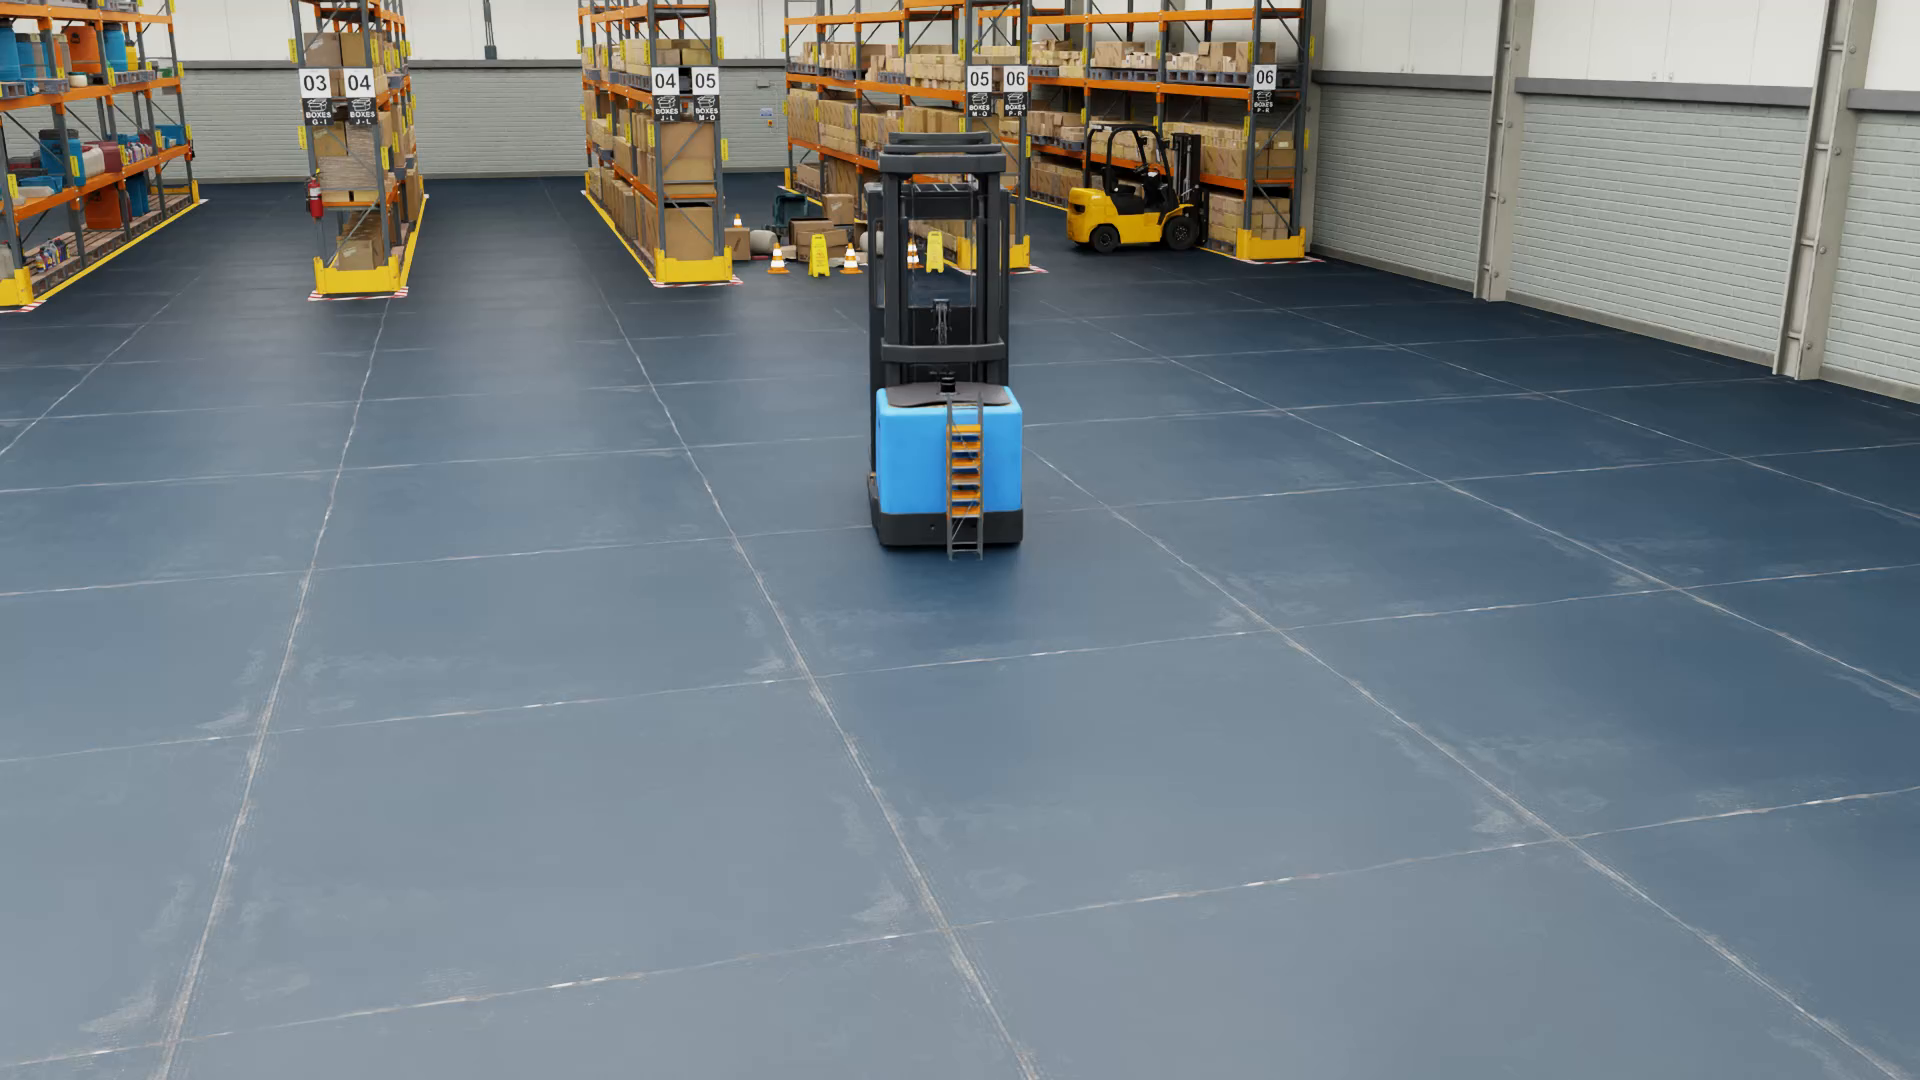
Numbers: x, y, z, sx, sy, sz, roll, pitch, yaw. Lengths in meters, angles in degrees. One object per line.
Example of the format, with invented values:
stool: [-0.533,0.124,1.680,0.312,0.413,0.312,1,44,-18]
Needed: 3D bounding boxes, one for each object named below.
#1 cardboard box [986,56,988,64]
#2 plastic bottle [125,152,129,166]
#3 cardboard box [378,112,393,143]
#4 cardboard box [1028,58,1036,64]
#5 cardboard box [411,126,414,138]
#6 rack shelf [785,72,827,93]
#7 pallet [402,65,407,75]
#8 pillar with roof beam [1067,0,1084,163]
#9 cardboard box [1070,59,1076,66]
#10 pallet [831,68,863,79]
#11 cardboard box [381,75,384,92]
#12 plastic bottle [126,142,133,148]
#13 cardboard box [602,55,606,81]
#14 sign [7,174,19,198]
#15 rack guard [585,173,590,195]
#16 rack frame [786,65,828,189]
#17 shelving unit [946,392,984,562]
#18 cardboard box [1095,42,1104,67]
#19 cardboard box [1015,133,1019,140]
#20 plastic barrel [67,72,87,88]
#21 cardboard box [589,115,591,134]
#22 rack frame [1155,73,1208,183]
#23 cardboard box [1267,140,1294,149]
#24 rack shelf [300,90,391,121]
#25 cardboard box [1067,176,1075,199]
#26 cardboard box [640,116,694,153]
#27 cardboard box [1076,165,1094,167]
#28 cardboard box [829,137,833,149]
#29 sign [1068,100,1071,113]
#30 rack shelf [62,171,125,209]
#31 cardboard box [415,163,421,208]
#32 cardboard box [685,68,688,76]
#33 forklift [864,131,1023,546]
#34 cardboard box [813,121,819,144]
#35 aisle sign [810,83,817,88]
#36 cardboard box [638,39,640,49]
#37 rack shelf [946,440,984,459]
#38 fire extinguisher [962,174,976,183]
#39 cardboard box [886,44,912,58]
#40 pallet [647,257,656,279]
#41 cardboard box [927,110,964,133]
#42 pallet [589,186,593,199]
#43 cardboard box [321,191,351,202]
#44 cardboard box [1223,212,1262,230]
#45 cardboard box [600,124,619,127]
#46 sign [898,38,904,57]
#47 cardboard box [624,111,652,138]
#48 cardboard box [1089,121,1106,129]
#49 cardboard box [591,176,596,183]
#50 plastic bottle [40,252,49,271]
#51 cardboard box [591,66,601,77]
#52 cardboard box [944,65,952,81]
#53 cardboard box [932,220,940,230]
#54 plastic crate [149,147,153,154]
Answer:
cardboard box: [0.588,-7.806,27.063,0.380,0.149,0.250,-5,17,-15]
plastic bottle: [-15.907,-7.285,31.693,0.061,0.283,0.133,-5,17,-15]
cardboard box: [-9.666,-6.815,27.496,0.500,0.500,0.500,-5,17,-15]
cardboard box: [1.785,-11.015,38.227,0.380,0.149,0.250,-5,17,-15]
cardboard box: [-12.825,-9.385,38.224,0.500,0.250,0.500,-5,17,-16]
rack shelf: [-3.274,-10.890,39.528,1.077,0.370,4.000,-5,17,-15]
pallet: [-12.799,-10.419,36.865,1.003,0.211,1.213,-5,17,-15]
pillar with roof beam: [-1.416,-12.435,38.206,9.100,9.000,0.400,-5,17,-15]
cardboard box: [2.608,-10.380,36.146,0.380,0.149,0.250,-5,17,-15]
pallet: [-2.163,-9.967,35.534,1.003,0.211,1.213,-4,17,-13]
cardboard box: [-9.399,-7.222,26.327,0.500,0.250,0.500,-5,17,-16]
plastic bottle: [-16.535,-7.755,33.141,0.144,0.351,0.185,-5,17,-15]
cardboard box: [-6.907,-9.479,33.405,0.500,0.500,0.500,-5,17,-15]
sign: [-13.187,-4.925,23.153,0.100,0.325,0.005,-5,17,-15]
rack guard: [-8.534,-8.714,40.591,1.175,0.500,0.348,-5,17,-15]
rack frame: [-3.823,-10.351,41.698,1.000,3.000,0.127,-5,17,-15]
shelving unit: [0.035,-0.447,11.856,0.258,1.200,0.189,-1,17,-5]
cardboard box: [3.112,-10.046,34.389,0.500,0.500,0.500,-5,17,-15]
cardboard box: [1.530,-9.726,40.054,0.380,0.149,0.250,-4,17,-14]
plastic barrel: [-15.341,-8.000,28.898,0.301,0.262,0.301,0,17,0]
cardboard box: [-8.257,-9.553,38.350,0.500,0.500,0.500,-5,17,-17]
rack frame: [4.246,-7.425,31.957,1.000,3.000,0.127,-5,17,-15]
cardboard box: [5.502,-6.792,28.547,0.380,0.149,0.250,-5,17,-17]
rack shelf: [-9.504,-6.787,25.869,1.077,0.370,4.000,-5,17,-15]
cardboard box: [2.697,-7.775,36.736,0.500,0.500,0.500,-5,17,-16]
cardboard box: [-4.756,-6.648,27.231,0.875,0.550,0.500,-5,17,-15]
cardboard box: [2.863,-8.447,37.845,0.380,0.149,0.250,-5,18,-17]
cardboard box: [-2.588,-8.744,36.609,0.500,0.250,0.500,-5,17,-16]
sign: [2.580,-10.238,39.307,0.100,0.325,0.005,-5,17,-15]
rack shelf: [-15.366,-6.065,28.681,1.077,0.370,4.000,-5,17,-15]
cardboard box: [-12.057,-7.469,35.067,1.225,0.875,0.875,-5,17,-15]
cardboard box: [-4.083,-7.331,25.963,0.380,0.149,0.250,-5,17,-15]
forklift: [-0.185,-1.737,13.141,1.130,2.935,3.031,-1,17,-5]
cardboard box: [-3.097,-9.401,38.360,0.500,0.500,0.500,-5,17,-15]
aisle sign: [-3.545,-11.641,41.472,0.394,0.787,0.004,-5,17,-15]
cardboard box: [-4.854,-7.800,26.139,0.380,0.149,0.250,-5,17,-15]
rack shelf: [0.035,-0.635,11.800,0.258,0.103,0.180,-1,17,-5]
fire extinguisher: [0.162,-5.820,26.748,0.296,0.674,0.183,-5,17,-15]
cardboard box: [-1.109,-9.268,31.539,0.500,0.250,0.500,-4,17,-14]
pallet: [-4.453,-4.385,26.685,1.003,0.211,1.213,-5,17,-15]
cardboard box: [-0.147,-6.992,28.087,0.700,0.500,0.500,-5,17,-16]
pallet: [-8.345,-8.348,39.875,1.003,0.211,1.213,-5,17,-15]
cardboard box: [-9.231,-5.084,24.600,0.380,0.149,0.250,-5,17,-15]
cardboard box: [4.911,-5.552,28.903,0.500,0.250,0.500,-5,17,-16]
cardboard box: [-7.071,-8.326,33.629,0.380,0.149,0.250,-4,17,-14]
sign: [-1.058,-8.860,29.935,0.100,0.325,0.005,-5,17,-15]
cardboard box: [-5.959,-7.839,31.423,0.700,0.500,0.500,-5,17,-16]
cardboard box: [2.951,-8.779,35.162,0.380,0.149,0.250,-4,17,-14]
cardboard box: [-8.518,-8.524,39.325,0.380,0.149,0.250,-4,17,-14]
plastic bottle: [-13.960,-4.250,25.344,0.061,0.283,0.133,-4,17,-14]
cardboard box: [-7.850,-10.305,36.589,0.500,0.250,0.500,-4,17,-14]
cardboard box: [0.050,-7.693,27.379,0.500,0.250,0.500,-5,17,-16]
cardboard box: [-0.176,-5.654,28.807,0.500,0.500,0.500,-5,17,-17]
plastic crate: [-17.005,-8.112,34.598,0.396,0.136,0.243,-5,17,-15]
